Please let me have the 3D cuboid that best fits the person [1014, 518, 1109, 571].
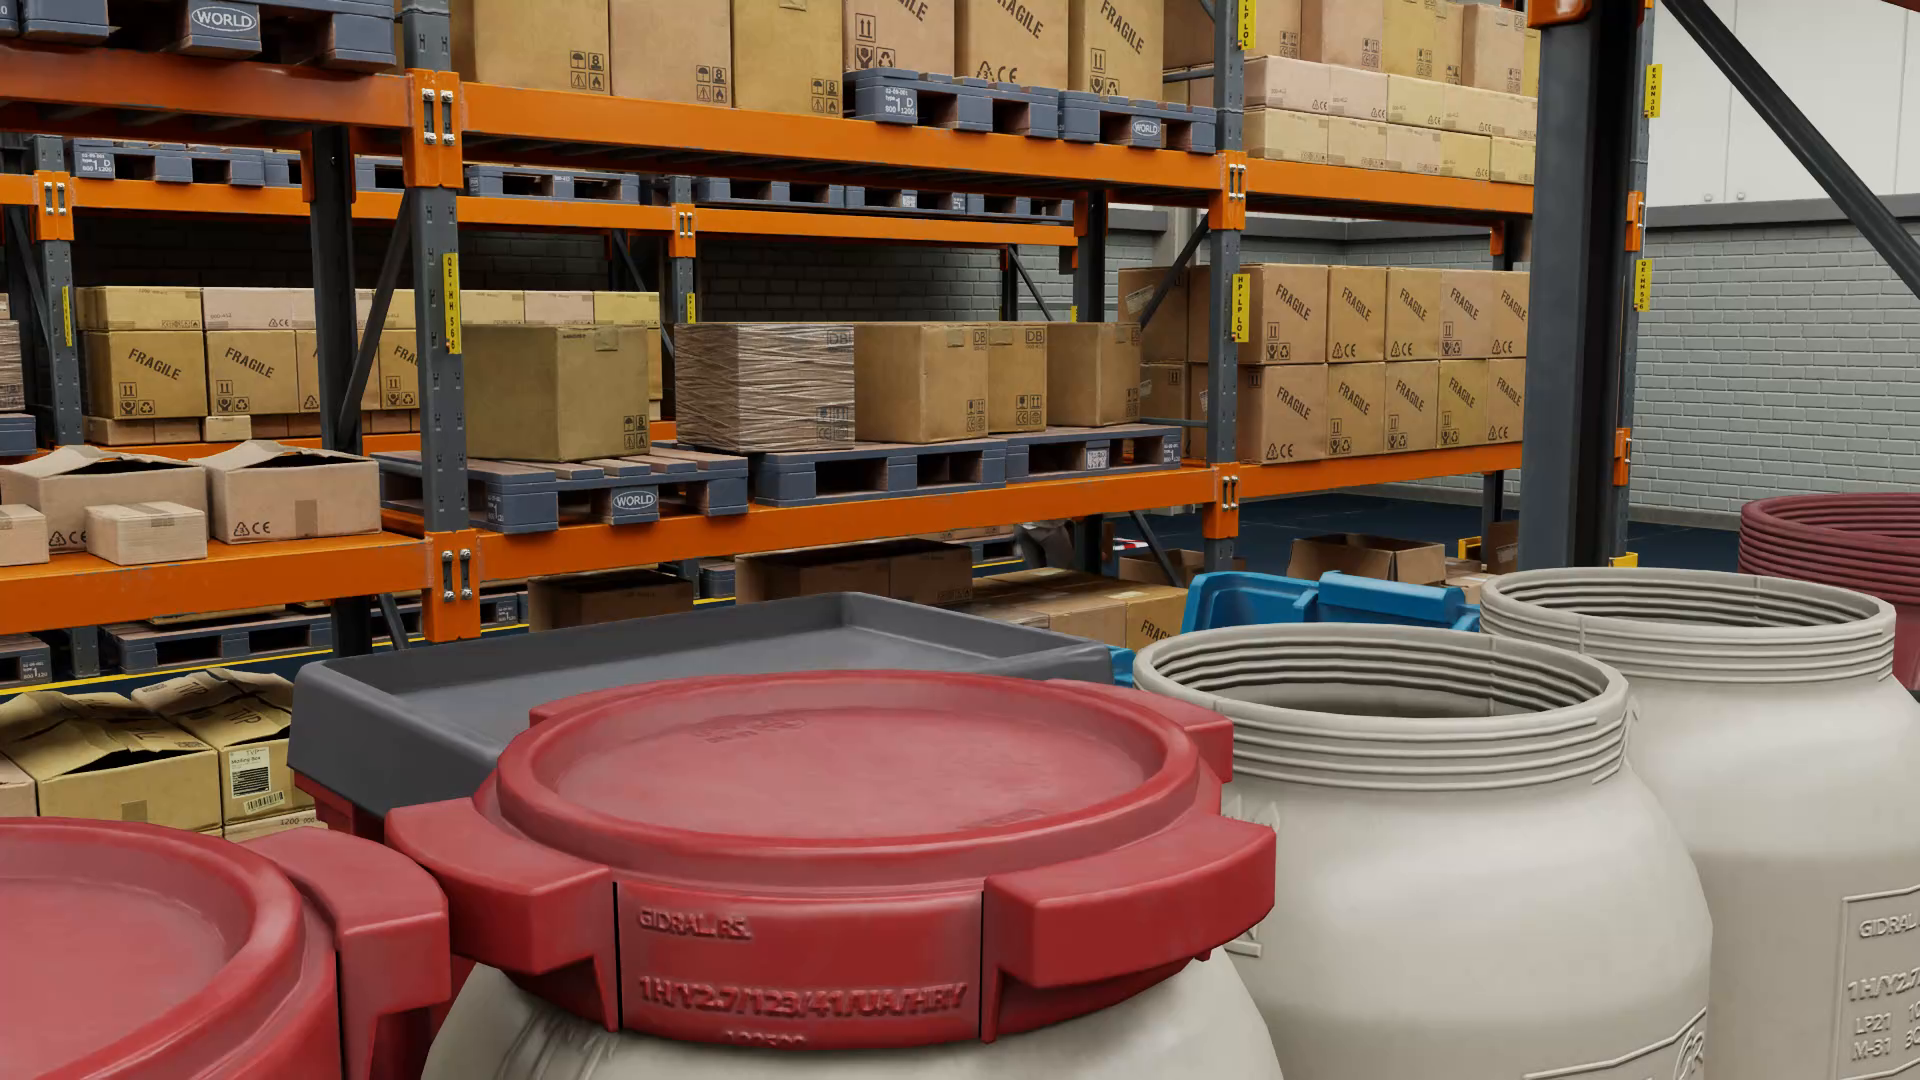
[{"bbox_3d":[0.652,0.022,10.358,0.780,1.285,0.385,-7,10,-42],"label":"person"}]
